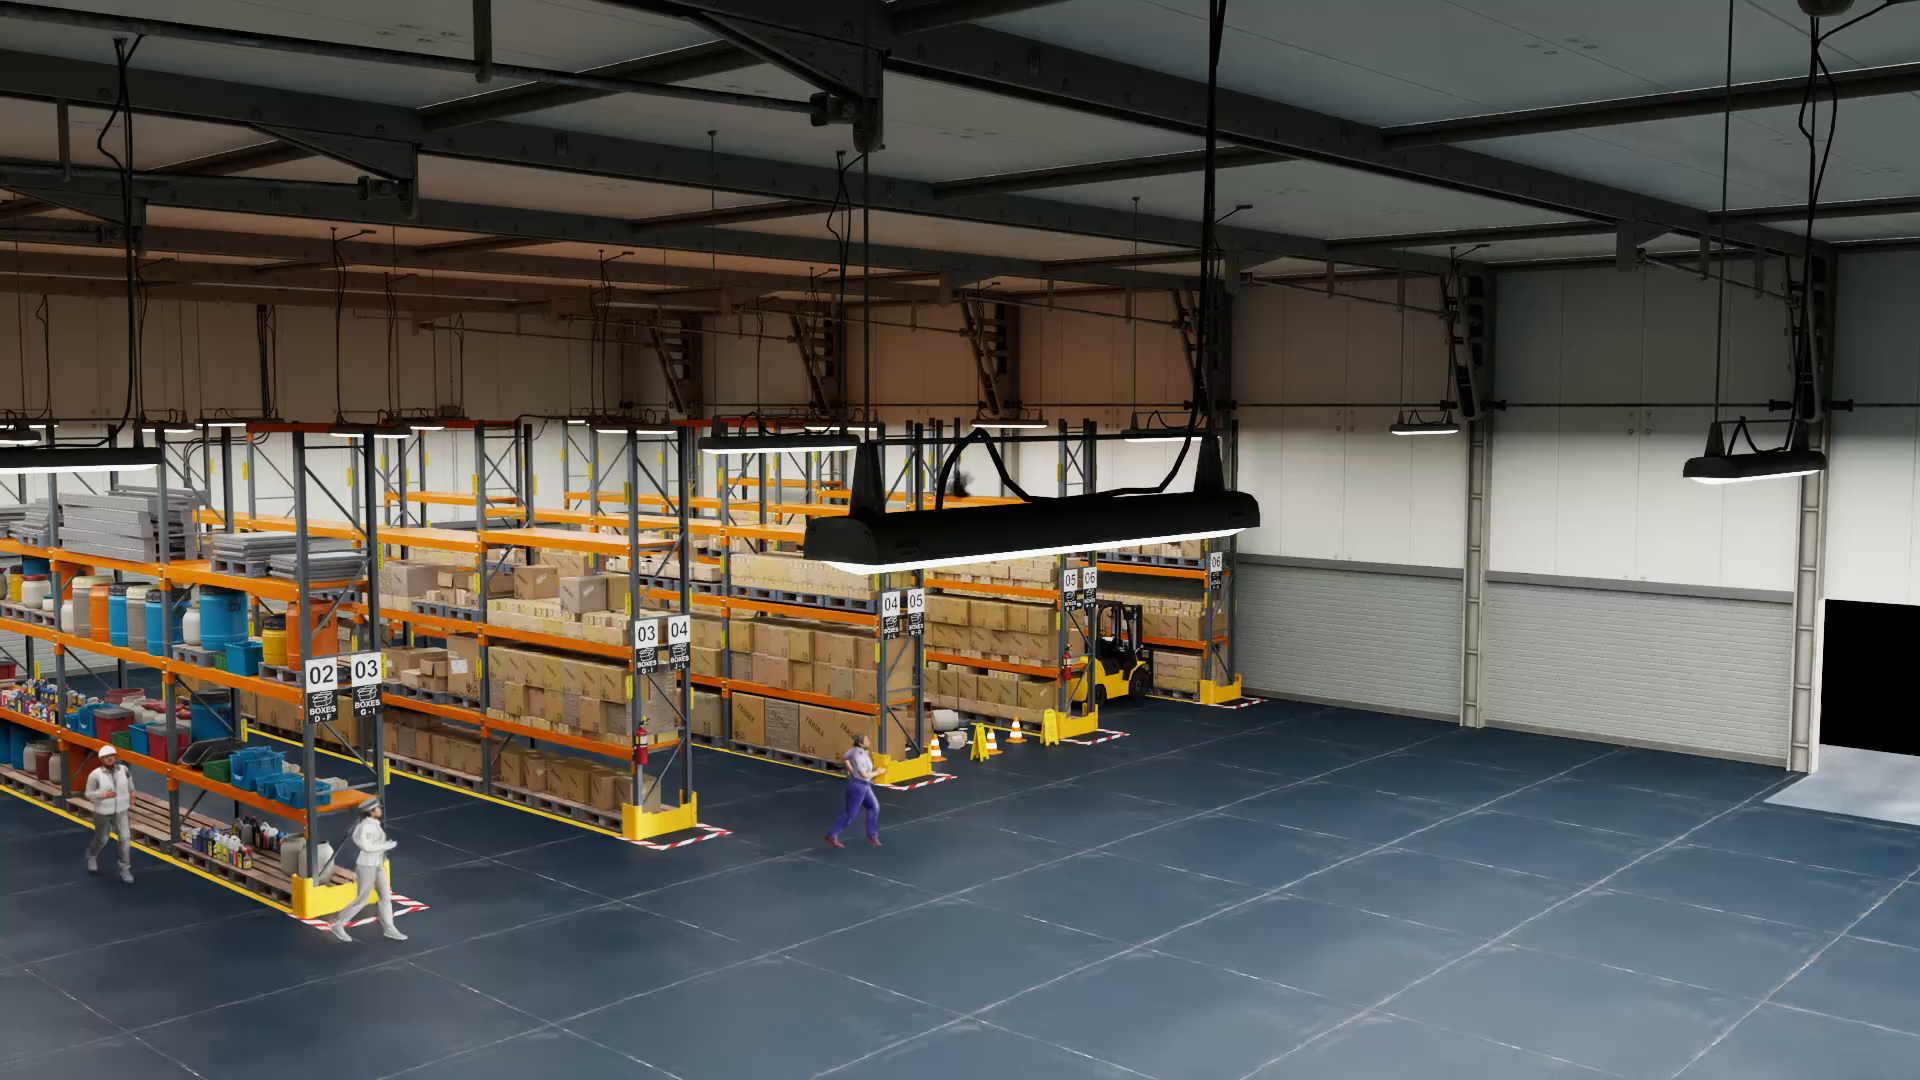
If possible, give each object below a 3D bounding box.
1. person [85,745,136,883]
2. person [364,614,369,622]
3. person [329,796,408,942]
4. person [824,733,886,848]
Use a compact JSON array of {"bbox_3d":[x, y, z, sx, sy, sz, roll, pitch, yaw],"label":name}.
[{"bbox_3d":[-11.369,3.627,22.238,0.945,1.808,0.665,5,7,45],"label":"person"},{"bbox_3d":[-14.208,2.269,39.305,0.761,1.799,0.703,-3,5,-30],"label":"person"},{"bbox_3d":[-6.980,3.883,19.662,0.875,1.703,0.624,-1,5,-8],"label":"person"},{"bbox_3d":[-1.496,3.598,23.657,0.882,1.675,0.611,0,5,-4],"label":"person"}]
